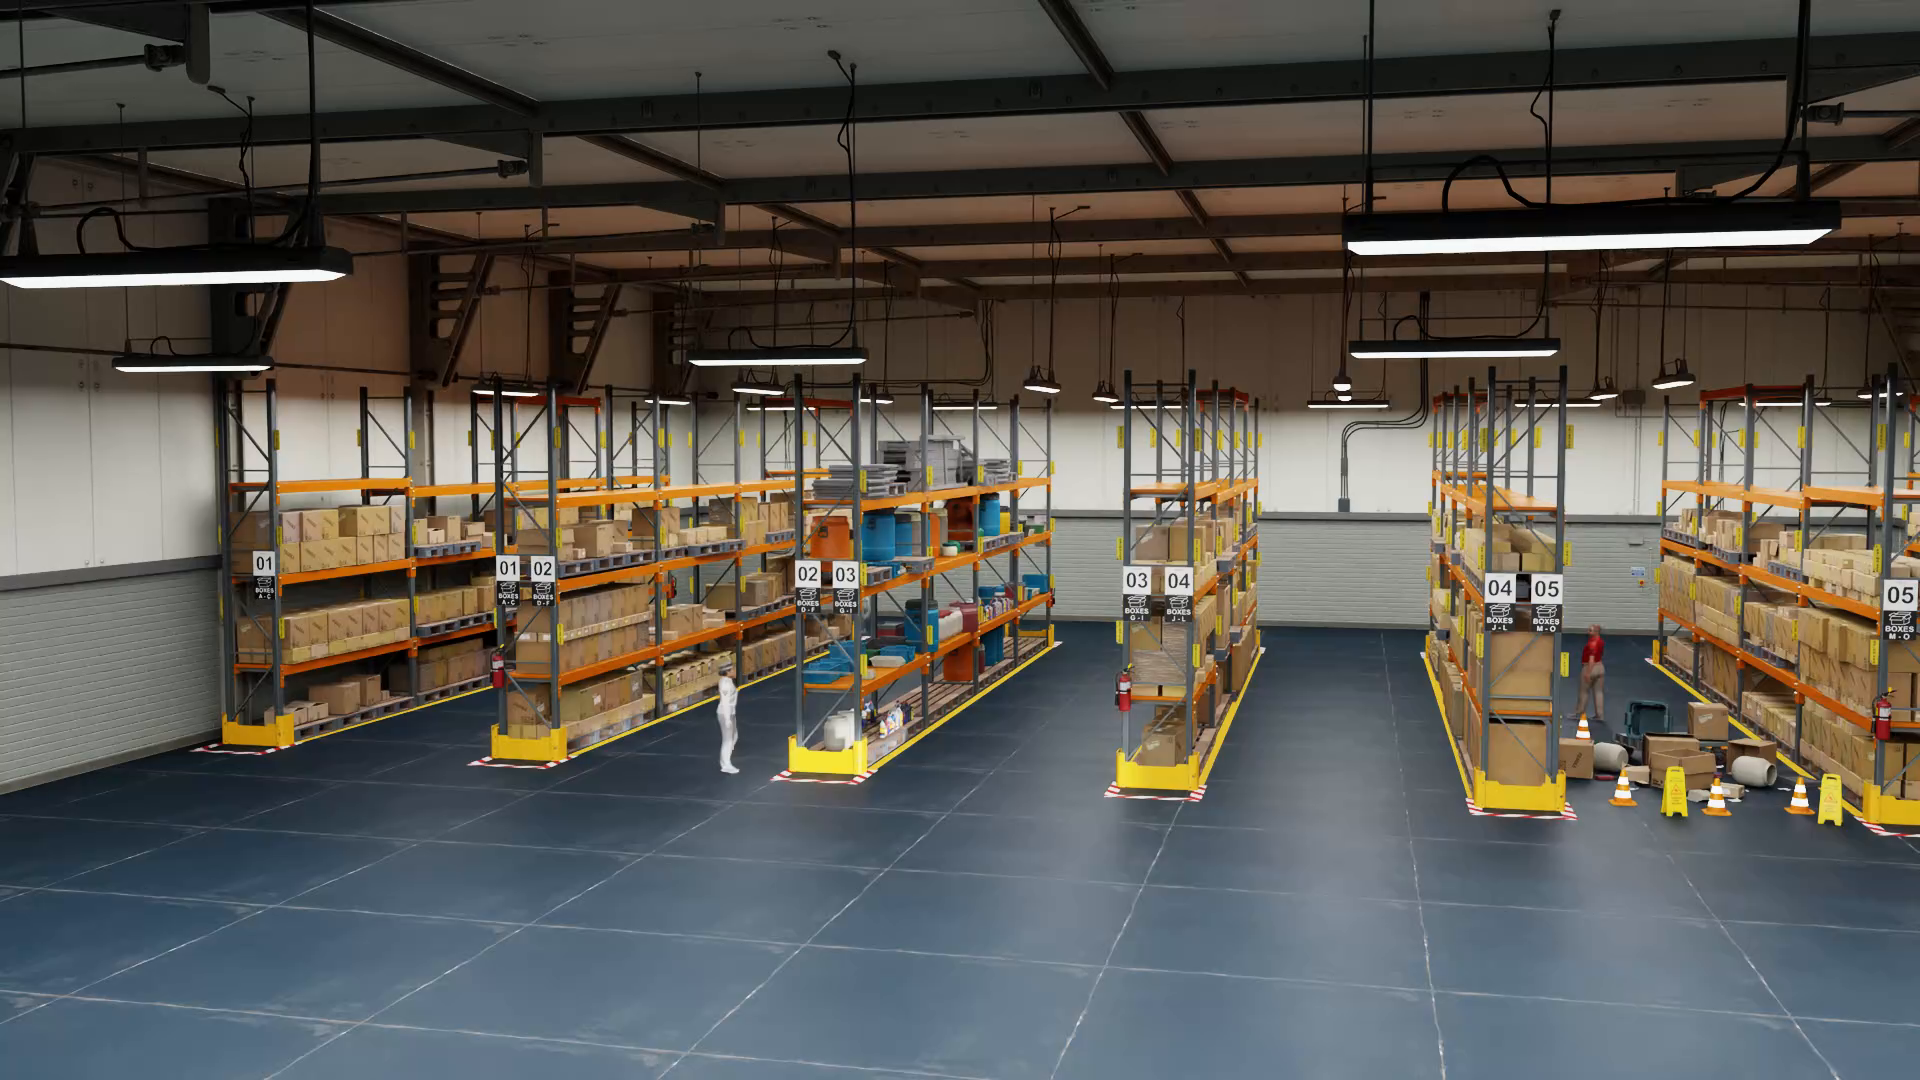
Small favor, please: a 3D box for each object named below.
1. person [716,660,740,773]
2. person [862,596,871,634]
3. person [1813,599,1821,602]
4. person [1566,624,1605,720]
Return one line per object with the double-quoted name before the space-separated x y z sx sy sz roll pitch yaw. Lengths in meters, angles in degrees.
"person" -3.510 2.680 25.122 0.345 1.726 0.566 0 3 -7
"person" -2.506 1.544 42.854 0.482 1.778 0.599 1 4 23
"person" 19.457 1.950 37.605 0.745 1.553 0.448 1 3 10
"person" 11.264 2.359 29.798 0.567 1.722 0.599 -2 4 -28
